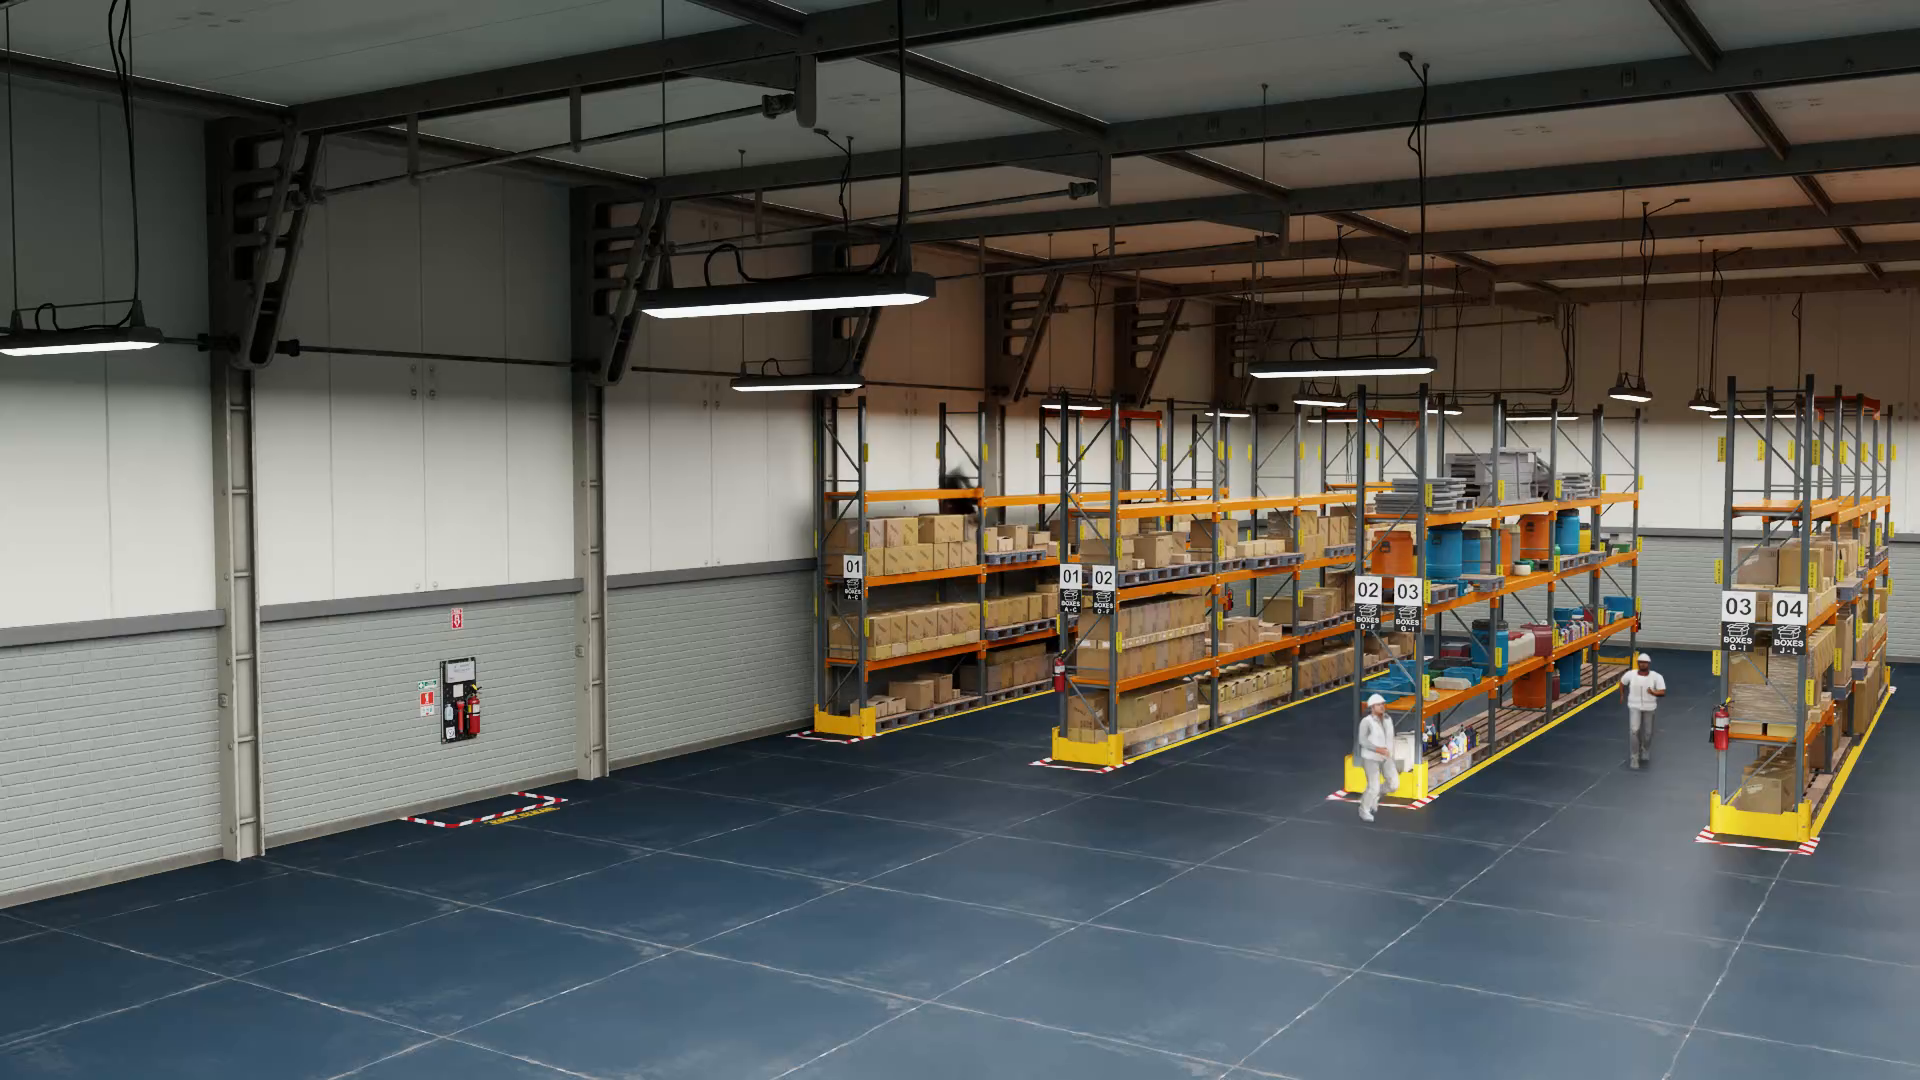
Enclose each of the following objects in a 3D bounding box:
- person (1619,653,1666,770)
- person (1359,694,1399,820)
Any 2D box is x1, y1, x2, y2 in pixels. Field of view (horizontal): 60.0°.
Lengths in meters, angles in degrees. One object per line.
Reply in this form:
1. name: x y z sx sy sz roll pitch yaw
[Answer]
1. person: 10.889 2.715 26.545 0.677 1.821 0.820 1 3 21
2. person: 5.705 2.956 22.563 0.694 1.734 0.665 -1 3 -24
